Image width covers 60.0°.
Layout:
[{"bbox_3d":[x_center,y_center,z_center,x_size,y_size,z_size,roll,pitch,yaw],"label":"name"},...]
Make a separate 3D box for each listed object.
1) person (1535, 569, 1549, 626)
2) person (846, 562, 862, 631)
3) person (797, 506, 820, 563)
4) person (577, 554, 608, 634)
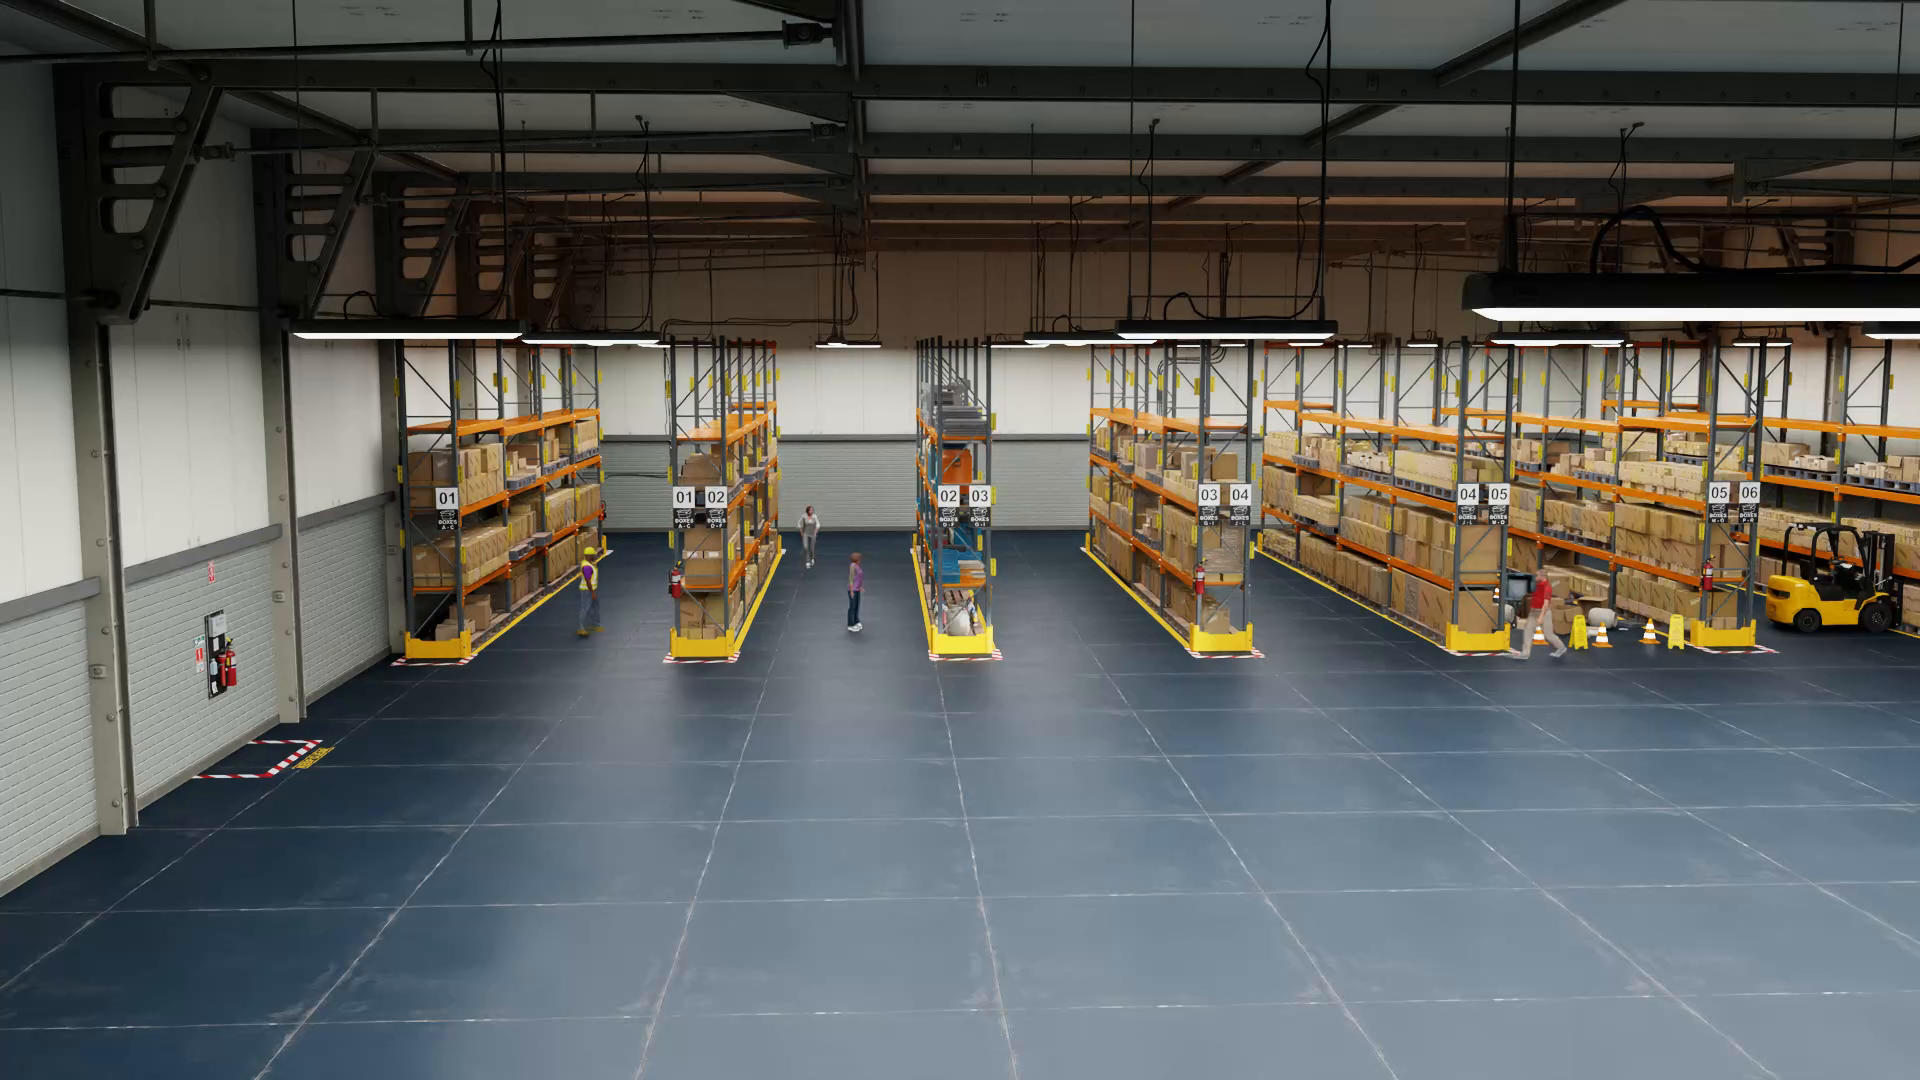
[{"bbox_3d":[10.790,1.061,30.742,0.520,1.036,0.470,-3,7,-23],"label":"person"},{"bbox_3d":[-2.175,1.156,34.203,0.339,1.398,0.396,1,7,12],"label":"person"},{"bbox_3d":[-3.836,-0.149,42.132,0.563,1.463,0.562,0,6,0],"label":"person"},{"bbox_3d":[-7.492,1.053,33.735,0.533,1.761,0.681,0,6,3],"label":"person"}]
